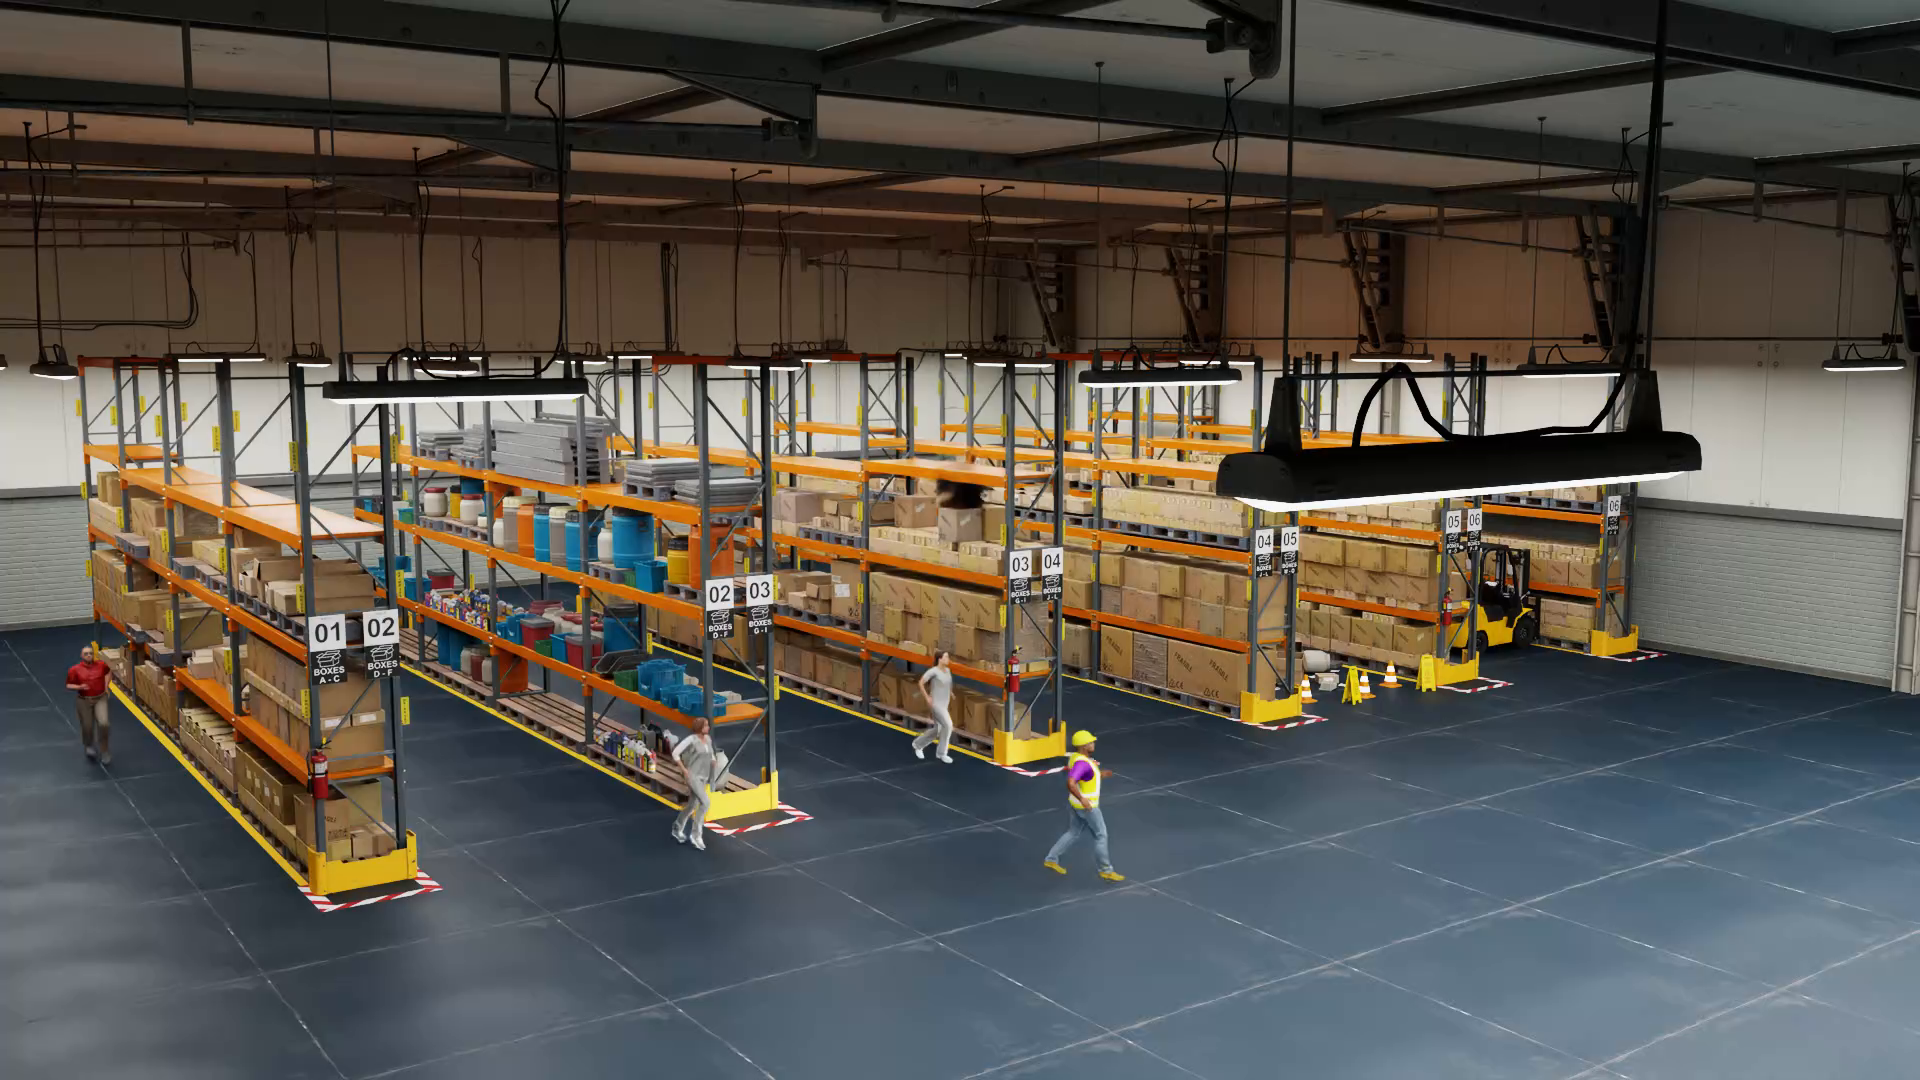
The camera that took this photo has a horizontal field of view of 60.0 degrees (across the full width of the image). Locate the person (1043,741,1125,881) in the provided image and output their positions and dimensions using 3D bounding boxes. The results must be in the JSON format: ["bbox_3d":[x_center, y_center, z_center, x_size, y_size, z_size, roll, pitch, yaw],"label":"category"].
[{"bbox_3d":[1.448,3.109,19.348,0.944,1.741,0.693,-1,7,-12],"label":"person"}]

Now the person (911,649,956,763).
[{"bbox_3d":[-0.331,2.387,24.161,0.817,1.624,0.600,5,9,37],"label":"person"}]

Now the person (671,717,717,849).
[{"bbox_3d":[-3.316,3.032,20.912,0.641,1.607,0.537,3,8,23],"label":"person"}]

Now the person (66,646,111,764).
[{"bbox_3d":[-13.014,2.478,24.917,0.640,1.800,0.795,-5,8,-34],"label":"person"}]
